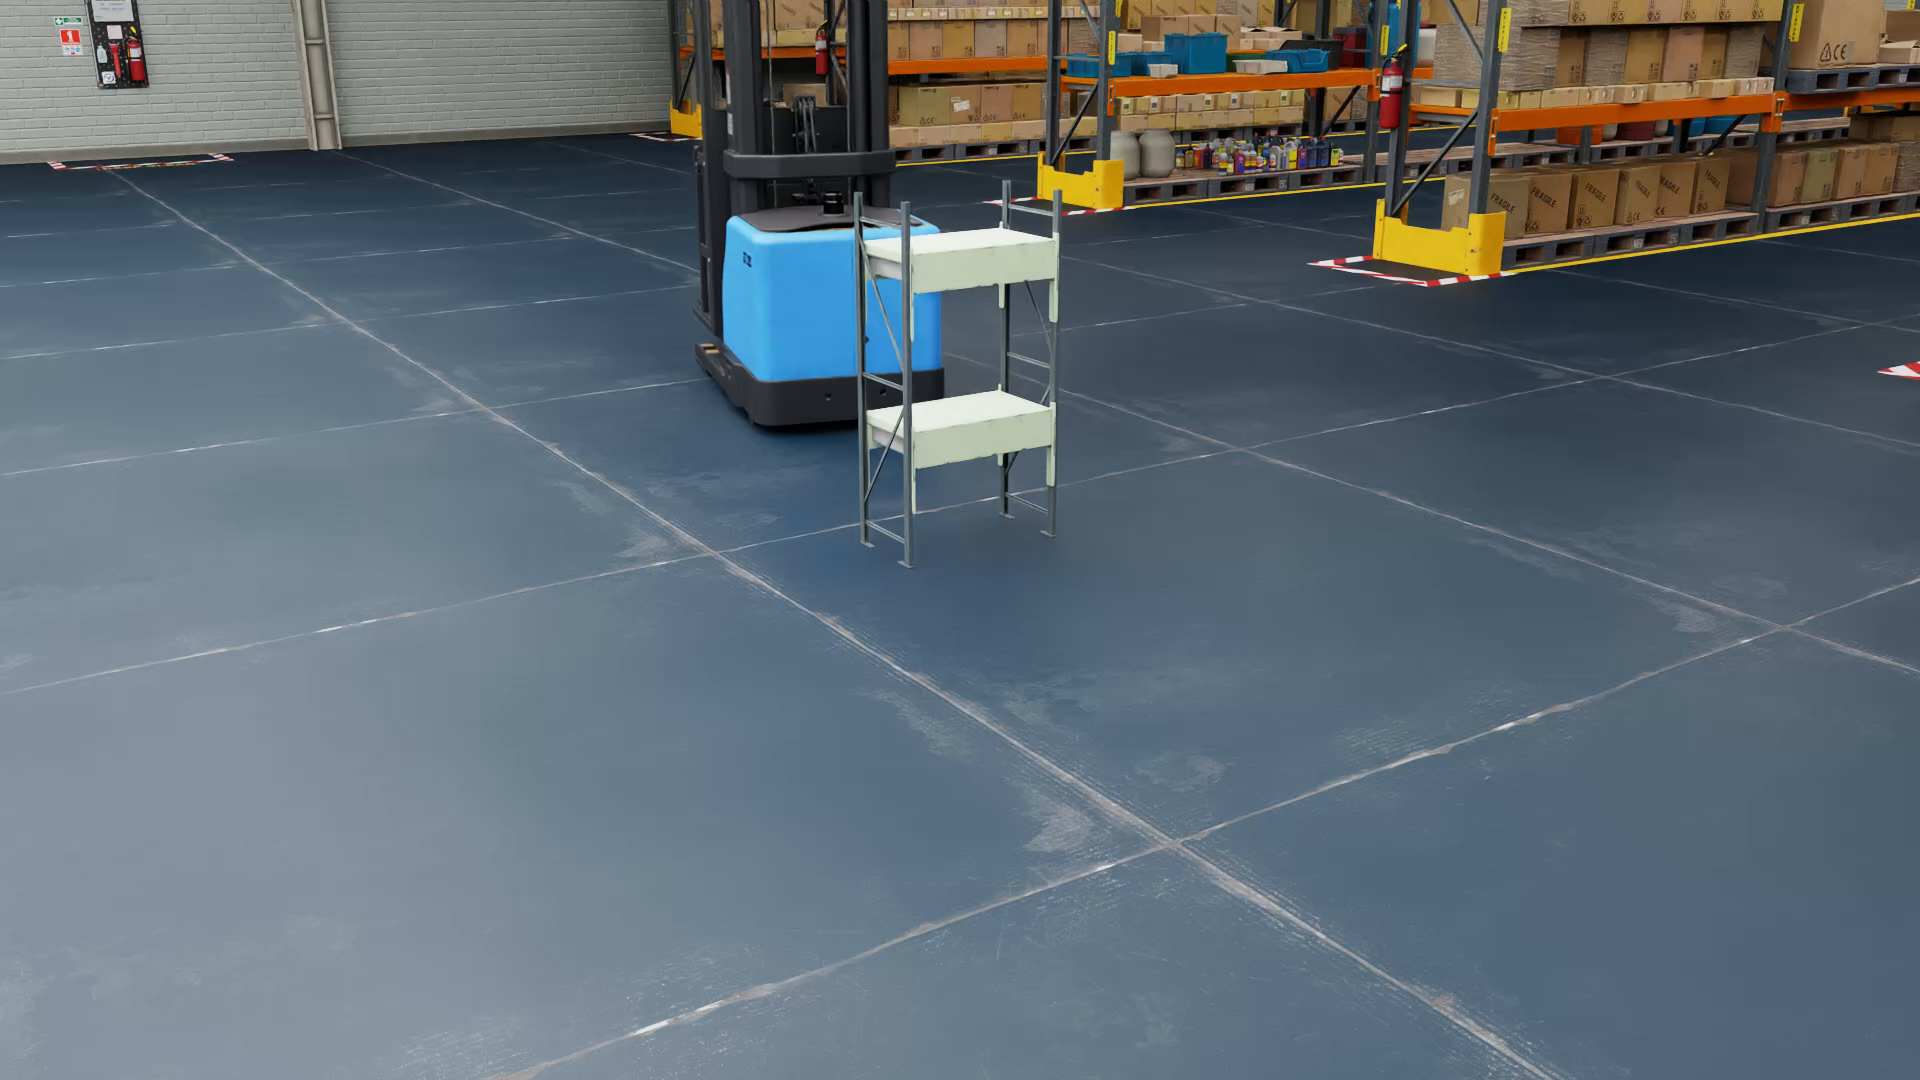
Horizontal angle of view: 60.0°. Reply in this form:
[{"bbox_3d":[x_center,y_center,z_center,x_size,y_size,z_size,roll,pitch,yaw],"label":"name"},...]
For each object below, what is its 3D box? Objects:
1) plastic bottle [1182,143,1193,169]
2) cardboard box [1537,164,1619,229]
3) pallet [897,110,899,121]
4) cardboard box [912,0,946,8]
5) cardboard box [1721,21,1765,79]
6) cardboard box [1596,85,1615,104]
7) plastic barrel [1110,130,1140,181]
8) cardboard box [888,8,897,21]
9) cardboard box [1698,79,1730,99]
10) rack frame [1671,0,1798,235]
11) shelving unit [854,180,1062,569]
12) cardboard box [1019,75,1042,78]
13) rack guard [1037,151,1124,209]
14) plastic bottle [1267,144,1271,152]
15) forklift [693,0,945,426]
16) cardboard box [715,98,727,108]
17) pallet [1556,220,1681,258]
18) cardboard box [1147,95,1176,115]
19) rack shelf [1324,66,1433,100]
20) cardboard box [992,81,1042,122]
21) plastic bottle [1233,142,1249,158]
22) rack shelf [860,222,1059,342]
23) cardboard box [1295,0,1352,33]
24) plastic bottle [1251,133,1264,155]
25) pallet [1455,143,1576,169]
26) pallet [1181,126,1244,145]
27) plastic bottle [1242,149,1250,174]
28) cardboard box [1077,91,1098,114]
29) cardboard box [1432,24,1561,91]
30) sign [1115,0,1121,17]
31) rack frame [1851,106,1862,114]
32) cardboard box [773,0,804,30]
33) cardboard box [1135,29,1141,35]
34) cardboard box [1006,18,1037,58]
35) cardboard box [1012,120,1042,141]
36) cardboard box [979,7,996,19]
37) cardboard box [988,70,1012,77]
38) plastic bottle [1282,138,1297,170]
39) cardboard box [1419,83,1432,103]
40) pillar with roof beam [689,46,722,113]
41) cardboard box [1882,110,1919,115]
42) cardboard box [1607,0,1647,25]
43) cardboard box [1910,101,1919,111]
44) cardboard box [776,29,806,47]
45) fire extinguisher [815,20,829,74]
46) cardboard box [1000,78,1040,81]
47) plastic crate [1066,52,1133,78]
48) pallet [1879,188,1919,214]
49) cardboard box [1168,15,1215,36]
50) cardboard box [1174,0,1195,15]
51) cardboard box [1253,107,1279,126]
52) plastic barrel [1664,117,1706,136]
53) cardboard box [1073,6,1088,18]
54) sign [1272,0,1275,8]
[{"bbox_3d":[2.642,-4.466,19.327,0.133,0.283,0.061,-11,22,-30],"label":"plastic bottle"},{"bbox_3d":[5.531,-3.094,14.960,0.500,0.500,0.500,-10,21,-26],"label":"cardboard box"},{"bbox_3d":[-1.387,-6.984,27.574,1.213,0.211,1.003,-12,22,-31],"label":"pallet"},{"bbox_3d":[-0.582,-7.248,21.820,0.500,0.500,0.700,-13,22,-33],"label":"cardboard box"},{"bbox_3d":[6.917,-4.584,15.500,0.500,0.500,0.875,-12,22,-31],"label":"cardboard box"},{"bbox_3d":[5.396,-3.843,14.321,0.250,0.149,0.380,-12,22,-31],"label":"cardboard box"},{"bbox_3d":[1.770,-4.235,18.318,0.421,0.512,0.421,0,19,0],"label":"plastic barrel"},{"bbox_3d":[-1.013,-6.770,21.419,0.250,0.149,0.380,-12,22,-32],"label":"cardboard box"},{"bbox_3d":[6.706,-4.080,15.020,0.250,0.149,0.380,-12,22,-31],"label":"cardboard box"},{"bbox_3d":[7.327,-4.458,15.749,0.127,3.000,1.000,-12,22,-31],"label":"rack frame"},{"bbox_3d":[-0.006,-0.709,7.001,0.755,1.500,0.431,-12,22,-31],"label":"shelving unit"},{"bbox_3d":[1.029,-7.866,29.046,0.500,0.500,0.700,-12,22,-32],"label":"cardboard box"},{"bbox_3d":[1.300,-3.920,18.061,0.348,0.500,1.175,-12,22,-31],"label":"rack guard"},{"bbox_3d":[3.596,-4.424,19.203,0.133,0.283,0.061,-12,22,-31],"label":"plastic bottle"},{"bbox_3d":[-1.023,-2.429,9.852,1.130,2.935,3.031,-6,20,-17],"label":"forklift"},{"bbox_3d":[-3.559,-6.761,26.071,0.500,0.311,0.500,-15,24,-37],"label":"cardboard box"},{"bbox_3d":[5.765,-2.793,15.178,1.213,0.211,1.003,-12,22,-31],"label":"pallet"},{"bbox_3d":[2.785,-6.364,24.147,0.500,0.311,0.500,-12,22,-32],"label":"cardboard box"},{"bbox_3d":[6.273,-5.795,20.825,4.000,0.370,1.077,-12,22,-31],"label":"rack shelf"},{"bbox_3d":[0.775,-6.046,22.912,0.500,0.500,0.500,-12,22,-31],"label":"cardboard box"},{"bbox_3d":[3.290,-4.527,19.517,0.135,0.276,0.152,-12,22,-31],"label":"plastic bottle"},{"bbox_3d":[-0.006,-1.079,6.876,0.720,0.370,0.431,-12,22,-31],"label":"rack shelf"},{"bbox_3d":[5.686,-8.201,26.006,0.700,0.500,0.500,14,23,35],"label":"cardboard box"},{"bbox_3d":[3.543,-4.672,19.831,0.185,0.351,0.144,-13,23,-34],"label":"plastic bottle"},{"bbox_3d":[7.275,-5.041,21.825,1.213,0.211,1.003,-12,22,-31],"label":"pallet"},{"bbox_3d":[3.495,-6.144,25.089,1.213,0.211,1.003,-12,22,-31],"label":"pallet"},{"bbox_3d":[3.234,-4.291,18.827,0.097,0.271,0.097,0,19,0],"label":"plastic bottle"},{"bbox_3d":[2.062,-6.419,24.310,0.500,0.311,0.500,-12,22,-31],"label":"cardboard box"},{"bbox_3d":[4.461,-4.032,13.866,0.500,0.500,0.875,-12,22,-31],"label":"cardboard box"},{"bbox_3d":[2.188,-7.408,22.999,0.005,0.325,0.100,-12,22,-31],"label":"sign"},{"bbox_3d":[14.625,-7.897,25.920,0.127,3.000,1.000,-12,22,-31],"label":"rack frame"},{"bbox_3d":[-2.769,-8.200,25.847,0.500,0.500,0.500,-13,22,-33],"label":"cardboard box"},{"bbox_3d":[3.112,-9.066,29.739,0.250,0.149,0.380,-12,22,-31],"label":"cardboard box"},{"bbox_3d":[0.656,-6.894,22.798,0.500,0.500,0.700,-12,22,-31],"label":"cardboard box"},{"bbox_3d":[0.782,-5.688,23.022,0.500,0.250,0.500,-12,22,-31],"label":"cardboard box"},{"bbox_3d":[0.271,-7.041,22.219,0.250,0.149,0.380,-12,22,-31],"label":"cardboard box"},{"bbox_3d":[0.558,-8.118,28.618,0.500,0.250,0.500,-13,22,-33],"label":"cardboard box"},{"bbox_3d":[3.793,-4.455,19.189,0.185,0.351,0.144,-12,22,-32],"label":"plastic bottle"},{"bbox_3d":[7.472,-7.205,27.091,0.500,0.500,0.500,-12,22,-31],"label":"cardboard box"},{"bbox_3d":[-1.710,-9.774,22.104,0.400,9.000,9.100,-12,22,-31],"label":"pillar with roof beam"},{"bbox_3d":[10.124,-4.416,17.670,0.500,0.250,0.500,-11,22,-29],"label":"cardboard box"},{"bbox_3d":[5.434,-4.614,14.028,0.500,0.500,0.500,-12,22,-31],"label":"cardboard box"},{"bbox_3d":[11.255,-4.471,18.449,0.875,0.875,1.225,-13,23,-34],"label":"cardboard box"},{"bbox_3d":[-2.750,-7.851,25.988,0.500,0.250,0.500,-12,22,-32],"label":"cardboard box"},{"bbox_3d":[-1.813,-6.471,21.823,0.183,0.674,0.296,-12,22,-31],"label":"fire extinguisher"},{"bbox_3d":[0.909,-6.272,23.581,0.500,0.500,0.500,-12,22,-31],"label":"cardboard box"},{"bbox_3d":[1.516,-5.176,18.105,0.616,0.251,0.499,-12,22,-31],"label":"plastic crate"},{"bbox_3d":[10.014,-3.705,17.873,1.213,0.211,1.003,-12,22,-31],"label":"pallet"},{"bbox_3d":[3.390,-7.468,24.495,0.500,0.500,0.500,-12,22,-31],"label":"cardboard box"},{"bbox_3d":[3.899,-9.529,30.097,0.500,0.500,0.500,-12,22,-32],"label":"cardboard box"},{"bbox_3d":[4.489,-6.460,25.307,0.500,0.250,0.500,-12,22,-32],"label":"cardboard box"},{"bbox_3d":[10.229,-6.181,23.465,0.708,0.901,0.600,-12,22,-31],"label":"plastic barrel"},{"bbox_3d":[1.565,-7.315,23.030,0.250,0.149,0.380,-12,22,-33],"label":"cardboard box"},{"bbox_3d":[4.916,-8.468,25.924,0.005,0.325,0.100,-12,22,-31],"label":"sign"}]
